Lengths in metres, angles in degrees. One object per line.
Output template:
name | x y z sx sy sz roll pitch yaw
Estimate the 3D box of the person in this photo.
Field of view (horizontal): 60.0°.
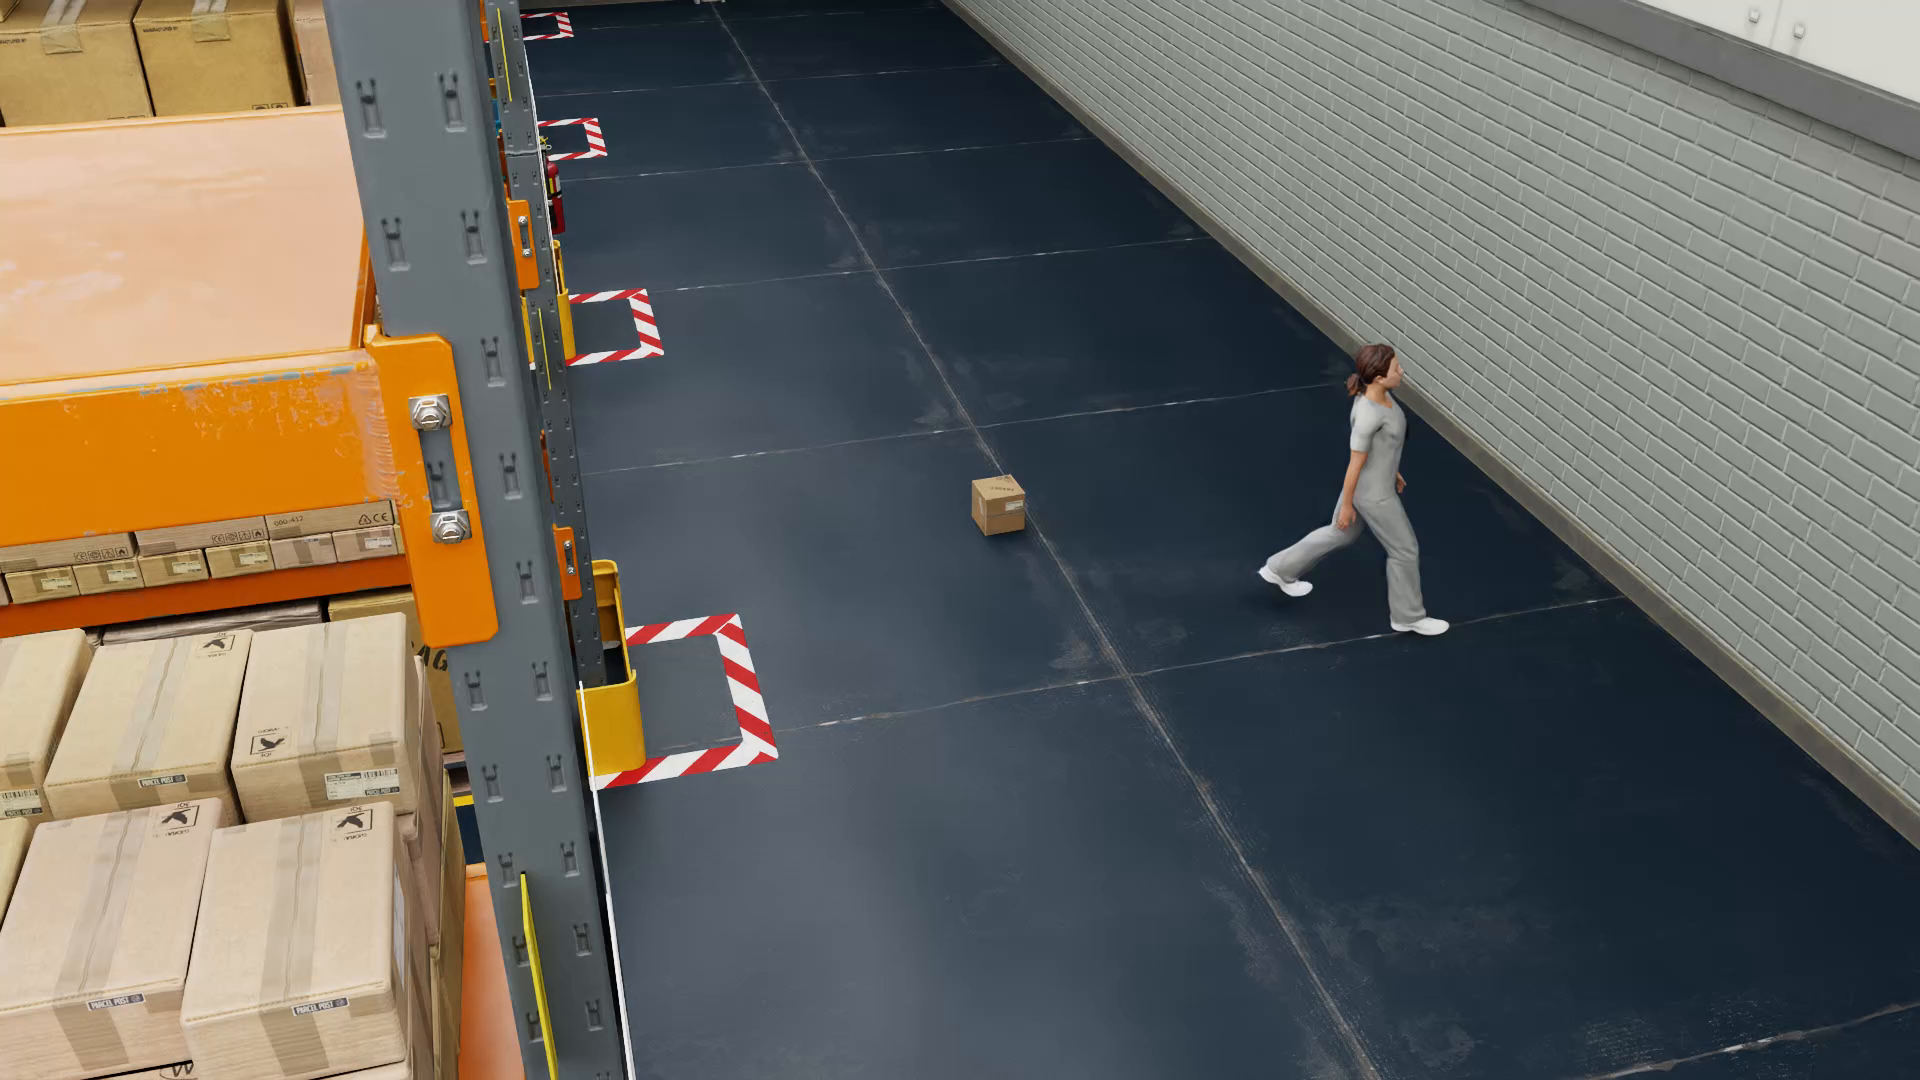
person | 2.145 -0.286 8.736 1.032 1.619 0.462 7 31 11
